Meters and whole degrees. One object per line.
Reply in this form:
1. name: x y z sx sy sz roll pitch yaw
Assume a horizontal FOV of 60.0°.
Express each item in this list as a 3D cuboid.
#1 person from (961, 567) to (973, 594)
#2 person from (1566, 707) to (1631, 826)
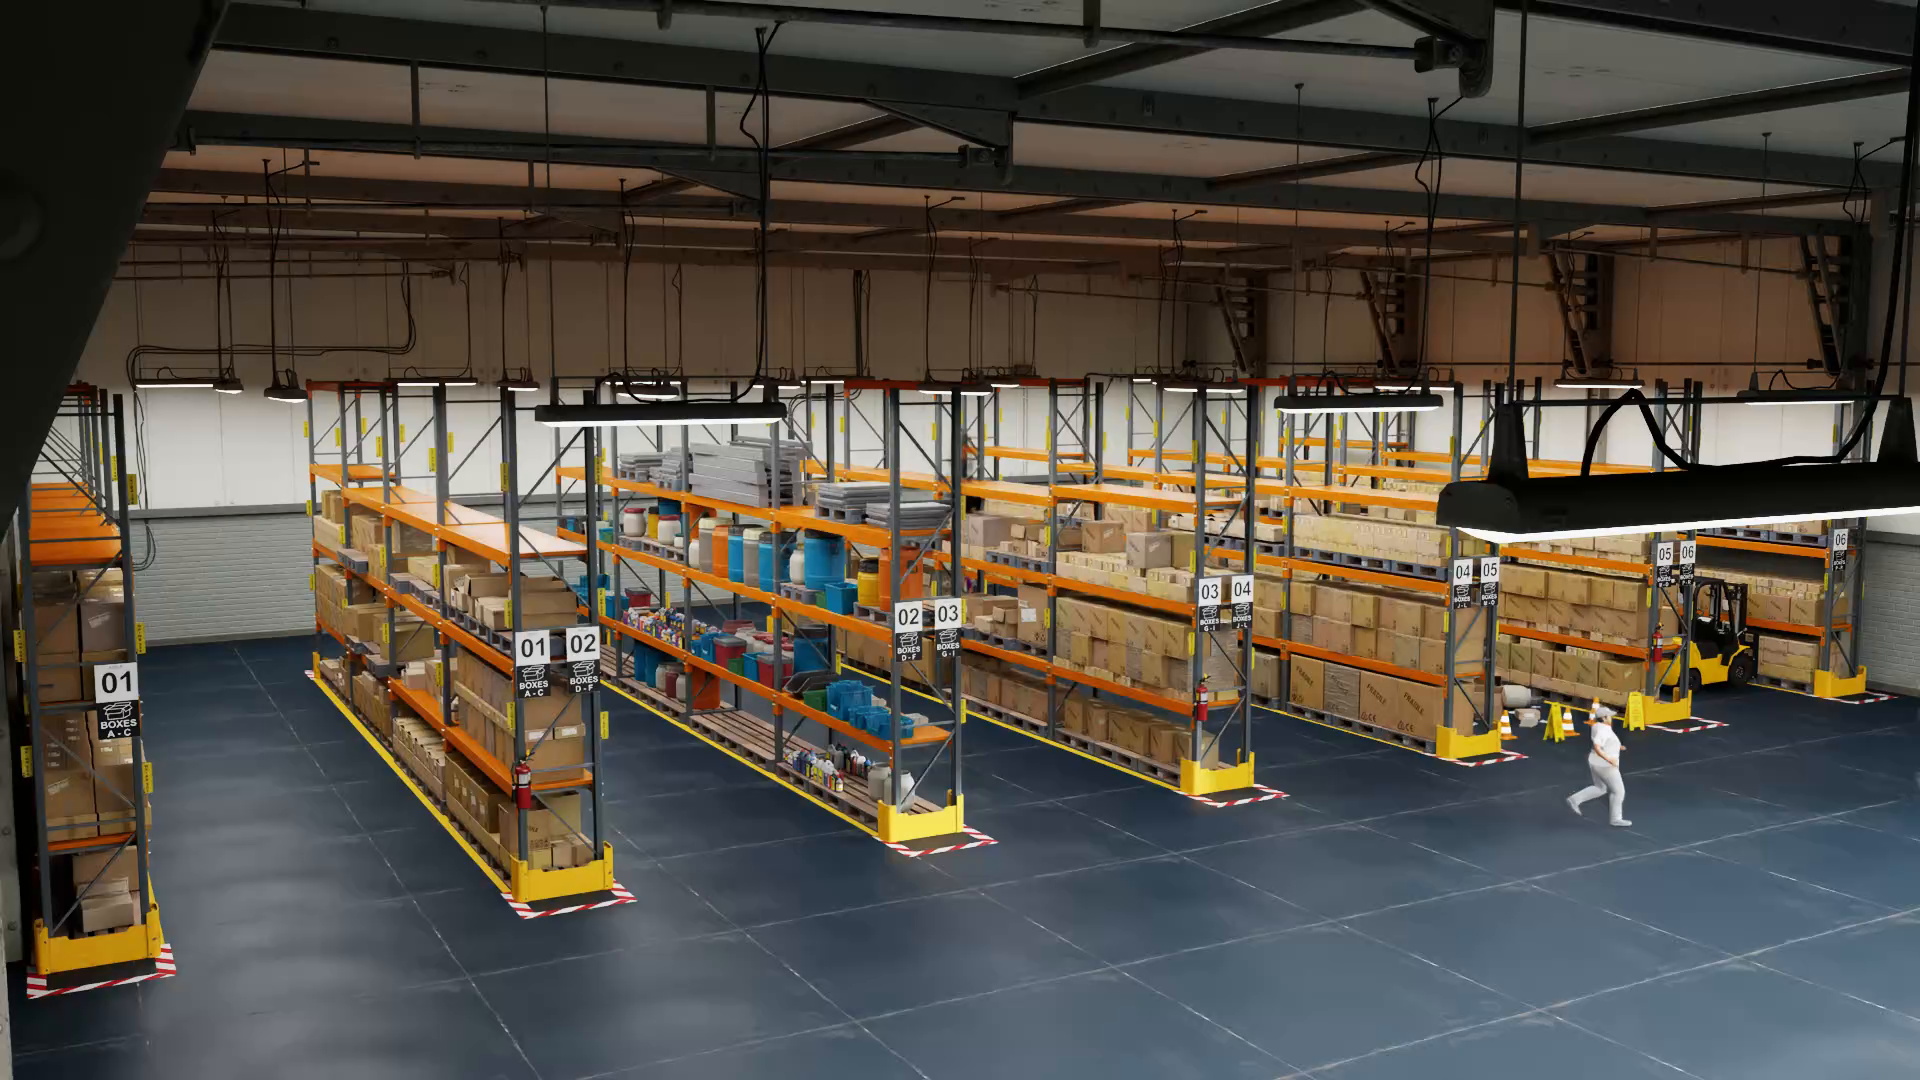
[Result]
1. person: -0.049 1.414 38.170 0.702 1.764 0.741 -2 6 -16
2. person: 8.797 3.099 22.805 0.843 1.622 0.620 1 6 6
